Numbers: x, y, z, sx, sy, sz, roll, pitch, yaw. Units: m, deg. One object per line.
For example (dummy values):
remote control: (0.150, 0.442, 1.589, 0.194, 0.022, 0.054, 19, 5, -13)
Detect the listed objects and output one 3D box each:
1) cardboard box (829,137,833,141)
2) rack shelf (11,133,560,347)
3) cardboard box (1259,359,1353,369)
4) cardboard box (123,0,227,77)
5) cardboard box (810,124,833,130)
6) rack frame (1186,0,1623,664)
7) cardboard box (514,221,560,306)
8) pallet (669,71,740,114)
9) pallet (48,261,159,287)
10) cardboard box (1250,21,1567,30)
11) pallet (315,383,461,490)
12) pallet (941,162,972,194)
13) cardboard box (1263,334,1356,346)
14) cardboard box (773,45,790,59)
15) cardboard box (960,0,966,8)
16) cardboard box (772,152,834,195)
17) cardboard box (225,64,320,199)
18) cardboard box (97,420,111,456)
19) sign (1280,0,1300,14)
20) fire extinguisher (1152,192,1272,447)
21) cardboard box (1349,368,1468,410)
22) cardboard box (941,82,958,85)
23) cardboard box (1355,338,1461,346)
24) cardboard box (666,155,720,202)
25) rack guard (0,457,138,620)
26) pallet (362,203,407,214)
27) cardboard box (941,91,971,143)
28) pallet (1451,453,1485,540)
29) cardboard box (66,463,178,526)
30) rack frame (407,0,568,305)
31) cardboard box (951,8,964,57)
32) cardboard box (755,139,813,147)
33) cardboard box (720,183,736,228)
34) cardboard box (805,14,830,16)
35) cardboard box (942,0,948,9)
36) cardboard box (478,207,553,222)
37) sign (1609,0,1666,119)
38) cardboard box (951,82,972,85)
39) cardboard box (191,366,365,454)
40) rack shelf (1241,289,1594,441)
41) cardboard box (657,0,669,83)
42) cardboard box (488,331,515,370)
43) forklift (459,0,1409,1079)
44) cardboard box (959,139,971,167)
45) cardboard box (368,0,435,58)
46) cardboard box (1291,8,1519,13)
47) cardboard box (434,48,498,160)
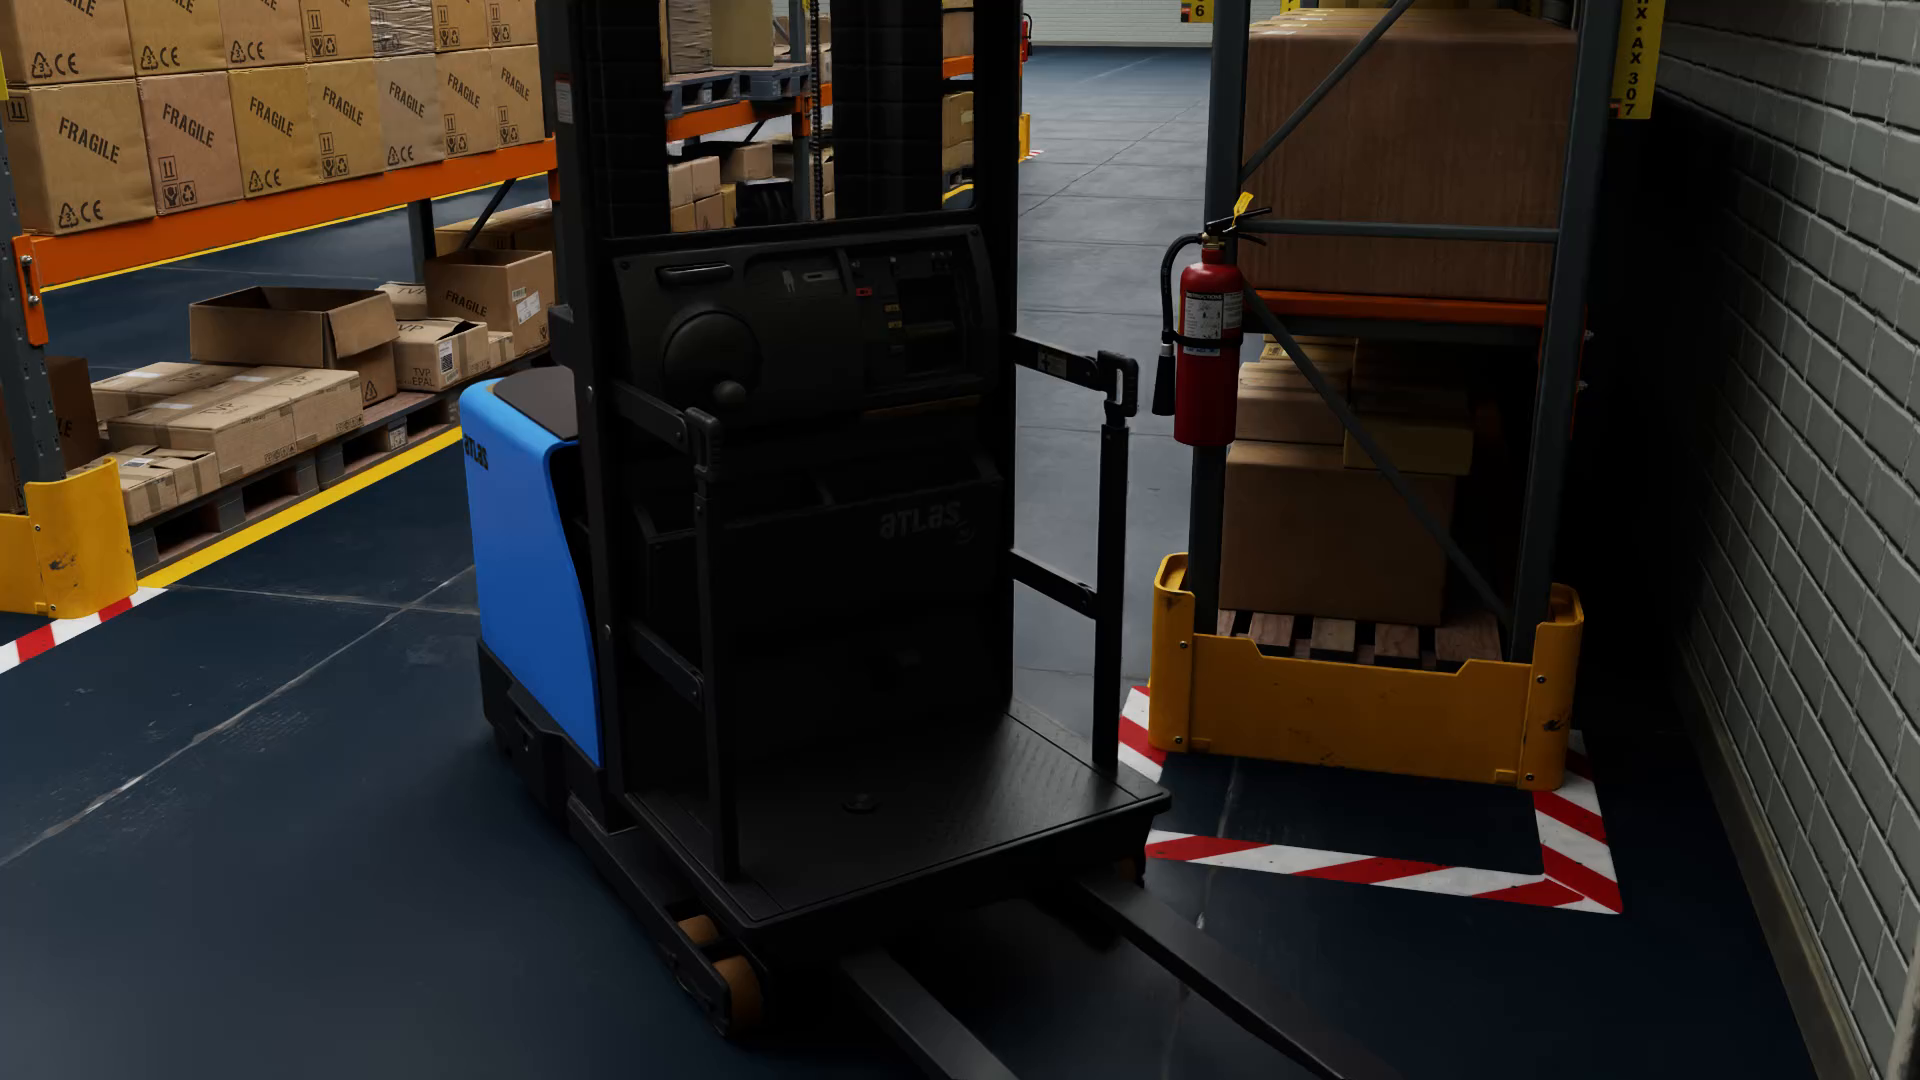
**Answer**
cardboard box: (-0.906, -3.508, 15.054, 0.500, 0.311, 0.500, 4, 19, 13)
rack shelf: (-3.157, -1.497, 7.542, 1.077, 0.370, 4.000, 5, 19, 13)
cardboard box: (1.478, -0.378, 6.371, 0.700, 0.500, 0.500, 4, 19, 12)
cardboard box: (-3.161, -2.014, 6.241, 0.500, 0.500, 0.500, 5, 19, 14)
cardboard box: (-1.183, -3.868, 16.109, 0.500, 0.311, 0.500, 4, 19, 13)
rack frame: (1.159, -0.820, 4.449, 1.000, 3.000, 0.127, 5, 19, 13)
cardboard box: (-2.314, -1.622, 9.982, 0.500, 0.500, 0.500, 4, 19, 11)
pallet: (-2.161, -3.017, 11.177, 1.003, 0.211, 1.213, 5, 19, 13)
pallet: (-6.945, -2.159, 12.682, 1.003, 0.211, 1.213, 5, 19, 13)
cardboard box: (1.441, -1.352, 5.541, 0.980, 0.700, 0.700, 5, 19, 13)
pallet: (-3.133, -0.546, 7.959, 1.003, 0.211, 1.213, 5, 19, 13)
pallet: (-0.478, -3.898, 17.773, 1.003, 0.211, 1.213, 5, 19, 13)
cardboard box: (1.466, -0.914, 6.937, 0.380, 0.149, 0.250, 4, 19, 12)
cardboard box: (-1.560, -3.786, 13.270, 0.500, 0.311, 0.500, 6, 20, 17)
cardboard box: (-0.149, -5.799, 17.867, 0.380, 0.149, 0.250, 4, 19, 12)
cardboard box: (-1.278, -3.022, 13.631, 0.500, 0.311, 0.500, 5, 20, 15)
cardboard box: (-3.035, -1.695, 6.856, 0.500, 0.500, 0.500, 5, 19, 13)
cardboard box: (-3.565, -0.388, 6.884, 0.380, 0.166, 0.250, 5, 19, 13)
sign: (1.608, -2.624, 8.062, 0.100, 0.325, 0.005, 5, 19, 13)
fire extinguisher: (0.675, -0.597, 4.490, 0.296, 0.674, 0.183, 5, 19, 13)
cardboard box: (1.520, -0.474, 5.650, 0.380, 0.149, 0.250, 5, 19, 14)
cardboard box: (-0.313, -5.013, 19.167, 0.500, 0.500, 0.500, 5, 19, 13)
cardboard box: (1.705, -0.713, 6.349, 0.380, 0.149, 0.250, 5, 19, 14)
cardboard box: (-1.947, -2.447, 11.239, 0.500, 0.250, 0.500, 4, 19, 12)
rack guard: (-3.627, -0.051, 6.065, 1.175, 0.500, 0.348, 5, 19, 13)
pallet: (-5.966, -3.412, 16.349, 1.003, 0.211, 1.213, 5, 19, 13)
cardboard box: (-0.182, -4.502, 17.672, 0.500, 0.500, 0.500, 5, 19, 13)
pallet: (1.579, -0.139, 6.768, 1.003, 0.211, 1.213, 5, 19, 13)
cardboard box: (-3.210, -0.174, 6.285, 0.380, 0.149, 0.250, 5, 19, 13)
rack frame: (-2.668, -2.464, 9.261, 1.000, 3.000, 0.127, 5, 19, 13)
cardboard box: (-0.362, -5.481, 17.940, 0.700, 0.500, 0.500, 5, 19, 14)
cardboard box: (-1.555, -3.386, 14.696, 0.500, 0.311, 0.500, 5, 19, 13)
cardboard box: (-1.818, -2.269, 11.878, 0.500, 0.500, 0.500, 4, 19, 11)
cardboard box: (-1.168, -4.457, 14.942, 0.500, 0.500, 0.500, 5, 19, 13)
cardboard box: (-0.337, -5.555, 17.151, 0.380, 0.149, 0.250, 4, 19, 12)
cardboard box: (-2.696, -1.821, 10.565, 0.500, 0.500, 0.500, 5, 19, 14)
sign: (1.696, -1.222, 4.162, 0.100, 0.325, 0.005, 5, 19, 13)
cardboard box: (0.191, -4.972, 19.047, 0.500, 0.500, 0.500, 5, 19, 13)
cardboard box: (-2.993, -0.579, 7.315, 0.500, 0.250, 0.500, 5, 19, 13)
rack shelf: (1.648, -1.107, 6.401, 1.077, 0.370, 4.000, 5, 19, 13)
cardboard box: (-2.229, -3.062, 10.206, 0.700, 0.500, 0.500, 8, 20, 22)
cardboard box: (-2.566, -1.000, 8.705, 0.380, 0.149, 0.250, 5, 19, 13)
forklift: (-0.212, -0.496, 3.604, 1.130, 2.935, 3.031, -11, 22, -30)
cardboard box: (-0.179, -4.147, 17.792, 0.500, 0.250, 0.500, 5, 19, 13)
cardboard box: (-2.786, -2.487, 7.627, 0.500, 0.500, 0.500, 5, 19, 14)
cardboard box: (1.988, -2.047, 7.577, 0.980, 0.700, 0.700, 5, 19, 14)
cardboard box: (-2.666, -2.173, 8.254, 0.500, 0.500, 0.500, 5, 20, 15)
